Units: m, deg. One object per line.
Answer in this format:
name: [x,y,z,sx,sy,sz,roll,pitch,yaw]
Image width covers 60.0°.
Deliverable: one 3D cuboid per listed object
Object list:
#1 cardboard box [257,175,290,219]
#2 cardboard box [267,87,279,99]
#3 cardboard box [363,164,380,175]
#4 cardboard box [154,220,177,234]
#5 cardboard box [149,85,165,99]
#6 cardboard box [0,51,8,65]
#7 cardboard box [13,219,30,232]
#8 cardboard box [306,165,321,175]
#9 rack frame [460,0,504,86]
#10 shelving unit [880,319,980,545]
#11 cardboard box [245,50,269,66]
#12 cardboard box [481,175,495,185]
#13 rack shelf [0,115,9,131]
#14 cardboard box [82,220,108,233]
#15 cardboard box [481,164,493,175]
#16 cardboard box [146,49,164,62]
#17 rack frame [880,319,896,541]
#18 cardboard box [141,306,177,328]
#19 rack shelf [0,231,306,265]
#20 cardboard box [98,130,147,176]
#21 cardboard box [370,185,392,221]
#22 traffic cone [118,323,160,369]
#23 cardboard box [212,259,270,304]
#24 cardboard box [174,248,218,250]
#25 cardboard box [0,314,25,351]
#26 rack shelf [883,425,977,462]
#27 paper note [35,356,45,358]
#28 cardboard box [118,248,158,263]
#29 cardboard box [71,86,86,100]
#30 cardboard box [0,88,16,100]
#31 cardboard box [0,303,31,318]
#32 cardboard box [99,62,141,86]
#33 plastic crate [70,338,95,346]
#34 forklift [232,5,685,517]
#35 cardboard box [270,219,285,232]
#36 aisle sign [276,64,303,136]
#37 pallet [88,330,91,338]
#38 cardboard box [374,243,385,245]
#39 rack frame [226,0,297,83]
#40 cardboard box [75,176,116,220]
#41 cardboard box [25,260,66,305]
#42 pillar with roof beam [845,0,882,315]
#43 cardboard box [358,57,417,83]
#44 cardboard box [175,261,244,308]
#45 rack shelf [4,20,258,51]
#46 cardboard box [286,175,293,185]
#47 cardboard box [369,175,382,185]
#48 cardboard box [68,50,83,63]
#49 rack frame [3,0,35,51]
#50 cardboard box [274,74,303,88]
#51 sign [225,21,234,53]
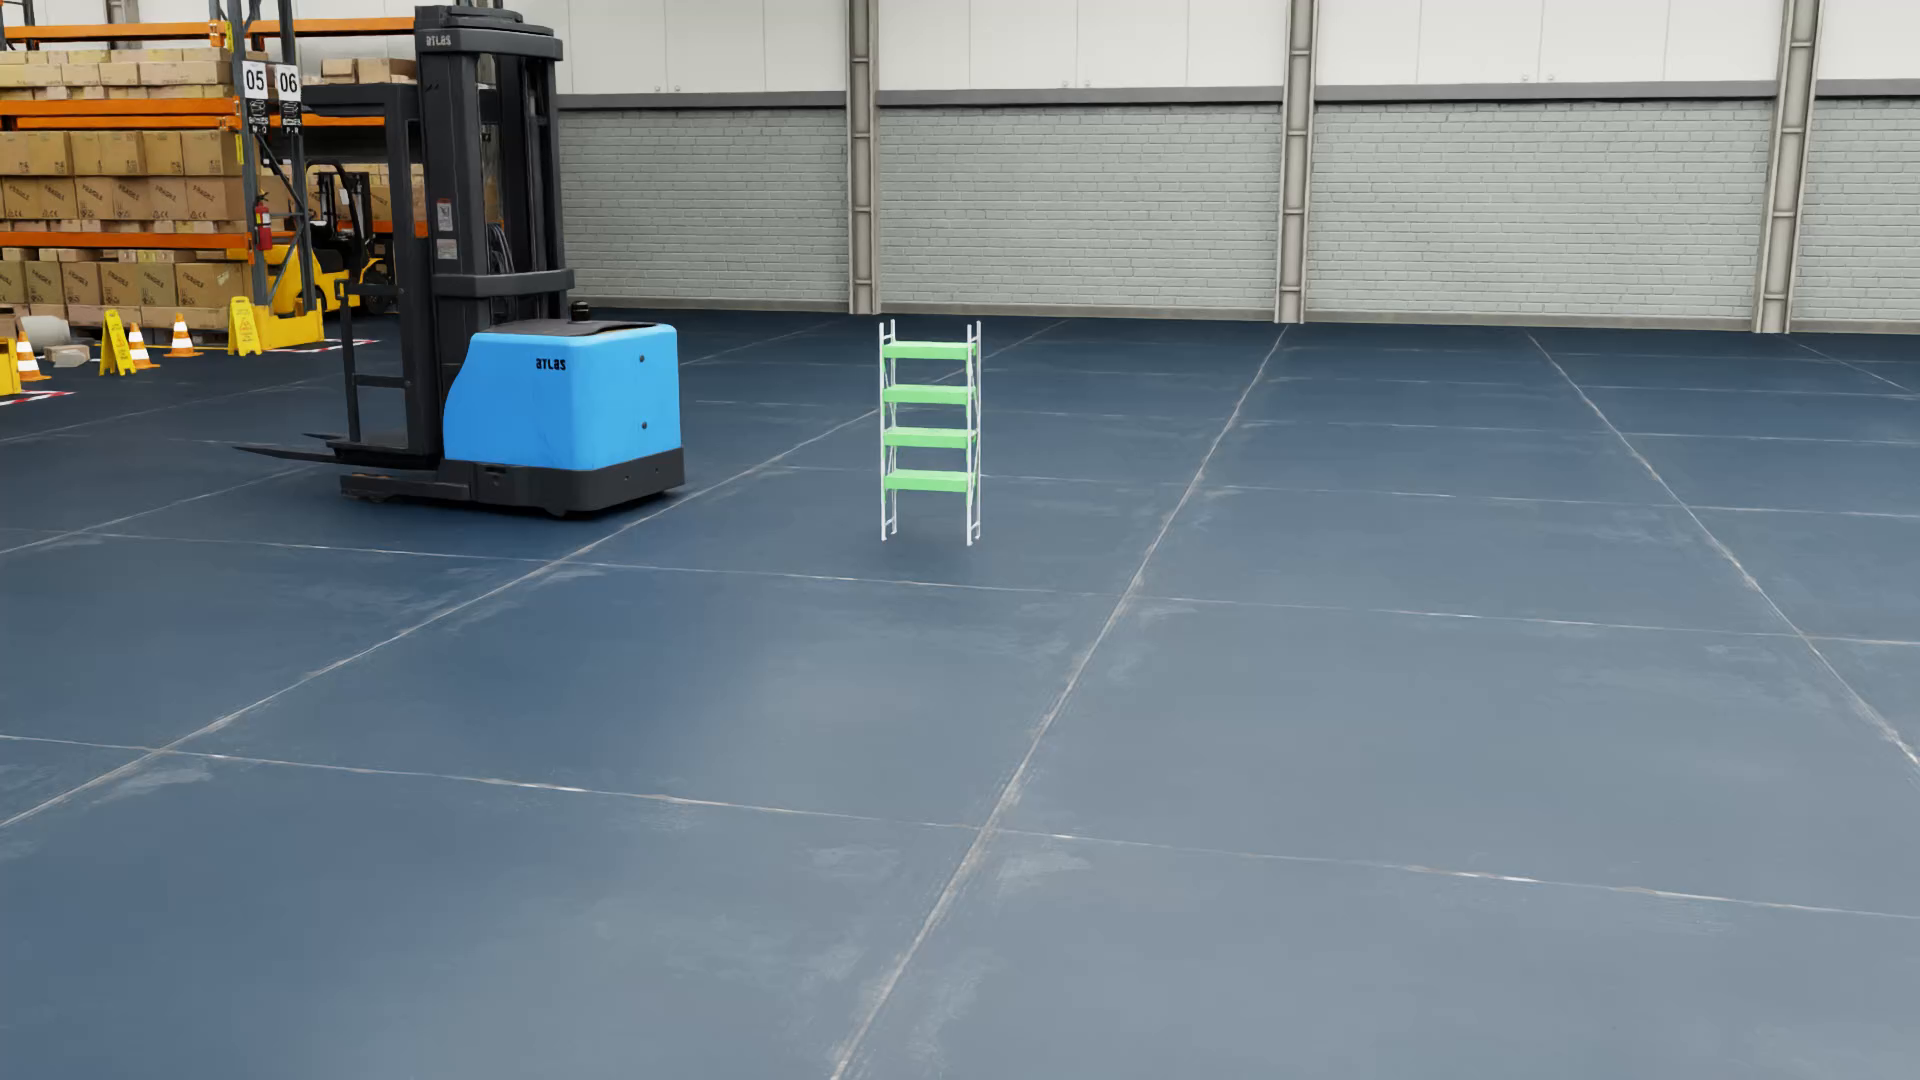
cardboard box: [-8.305,-4.046,19.628,0.500,0.500,0.500,3,13,13]
cardboard box: [-8.156,-5.196,19.385,0.250,0.149,0.380,3,13,14]
cardboard box: [-8.387,-5.343,23.977,0.250,0.149,0.380,3,13,15]
cardboard box: [-9.099,-3.636,19.275,0.250,0.149,0.380,3,13,15]
cardboard box: [-9.054,-5.125,19.062,0.250,0.149,0.380,3,13,14]
cardboard box: [-11.054,-5.600,19.362,0.250,0.149,0.380,3,13,12]
cardboard box: [-11.043,-3.761,19.839,0.250,0.149,0.380,3,13,13]
cardboard box: [-9.362,-5.404,24.250,0.250,0.149,0.380,3,13,13]
rack frame: [-6.726,-7.742,23.353,0.127,3.000,1.000,3,13,14]
shelving unit: [-0.161,-0.594,9.143,0.503,1.200,0.258,3,13,14]
cardboard box: [-8.208,-5.562,19.190,0.250,0.149,0.380,3,13,13]
cardboard box: [-6.993,-5.251,24.247,0.250,0.149,0.380,3,13,12]
rack shelf: [-13.737,-5.194,20.454,4.000,0.370,1.077,3,13,14]
cardboard box: [-10.075,-3.695,19.542,0.250,0.149,0.380,3,13,13]
cardboard box: [-7.001,-5.386,24.171,0.250,0.149,0.380,3,13,12]
cardboard box: [-9.038,-5.511,18.960,0.250,0.149,0.380,3,13,14]
rack frame: [-0.398,-0.607,9.200,0.015,1.200,0.240,3,13,14]
cardboard box: [-9.262,-2.646,19.612,0.500,0.250,0.500,3,13,14]
rack shelf: [-9.853,-3.522,19.843,4.000,0.370,1.077,3,13,14]
cardboard box: [-9.469,-4.465,19.206,0.500,0.500,0.700,3,13,13]
cardboard box: [-8.266,-4.888,24.108,0.500,0.500,0.500,3,13,12]
traffic cone: [-8.574,-2.031,17.318,0.334,0.463,0.336,3,13,14]
cardboard box: [-8.652,-3.099,19.924,0.500,0.500,0.500,3,13,12]
cardboard box: [-11.870,-4.133,25.450,0.625,0.625,0.875,3,13,13]
cardboard box: [-10.223,-2.109,17.579,0.637,0.503,0.797,-6,14,-25]
rack shelf: [-0.161,-0.532,9.156,0.480,0.148,0.258,3,13,14]
paper note: [-10.095,-2.020,18.295,0.142,0.019,0.148,8,15,33]
cardboard box: [-9.623,-3.334,19.486,0.250,0.149,0.380,4,13,16]
cardboard box: [-10.052,-5.170,19.268,0.250,0.149,0.380,3,13,14]
cardboard box: [-11.043,-5.236,19.562,0.250,0.149,0.380,3,13,14]
cardboard box: [-11.287,-2.752,20.091,0.500,0.250,0.500,2,13,11]
cardboard box: [-9.466,-5.328,19.056,0.500,0.250,0.500,3,13,15]
plastic crate: [-10.467,-2.298,19.405,0.583,0.080,0.402,-1,13,-6]
forklift: [-3.299,-1.759,10.397,3.031,2.935,1.130,6,14,24]
cardboard box: [-8.192,-3.708,19.600,0.250,0.149,0.380,3,13,14]
aisle sign: [-7.777,-5.100,19.295,0.004,0.787,0.394,3,13,14]
pallet: [-11.134,-2.588,20.411,1.213,0.211,1.003,3,13,14]
cardboard box: [-8.727,-4.200,24.307,0.500,0.250,0.500,3,13,12]
rack frame: [-7.911,-6.698,18.647,0.127,3.000,1.000,3,13,14]
cardboard box: [-9.962,-4.017,19.498,0.500,0.500,0.500,3,13,14]
cardboard box: [-10.764,-3.093,19.896,0.500,0.500,0.500,4,13,16]
pillar with roof beam: [-2.392,-6.751,18.886,0.400,9.000,9.100,3,13,14]
cardboard box: [-8.184,-6.626,23.818,0.500,0.500,0.700,3,13,14]
cardboard box: [-8.752,-2.985,19.409,0.500,0.500,0.500,3,13,14]
rack shelf: [-12.551,-7.507,24.878,4.000,0.370,1.077,3,13,14]
cardboard box: [-9.630,-5.265,24.312,0.250,0.149,0.380,3,13,15]
cardboard box: [-8.381,-5.199,24.014,0.250,0.149,0.380,3,13,14]
cardboard box: [-10.038,-5.560,19.180,0.250,0.149,0.380,3,13,15]
rack frame: [-14.493,-8.157,25.224,0.127,3.000,1.000,3,13,14]
cardboard box: [-9.860,-6.601,24.141,0.500,0.311,0.500,3,13,15]
sign: [-8.064,-5.550,18.355,0.005,0.325,0.100,3,13,14]
